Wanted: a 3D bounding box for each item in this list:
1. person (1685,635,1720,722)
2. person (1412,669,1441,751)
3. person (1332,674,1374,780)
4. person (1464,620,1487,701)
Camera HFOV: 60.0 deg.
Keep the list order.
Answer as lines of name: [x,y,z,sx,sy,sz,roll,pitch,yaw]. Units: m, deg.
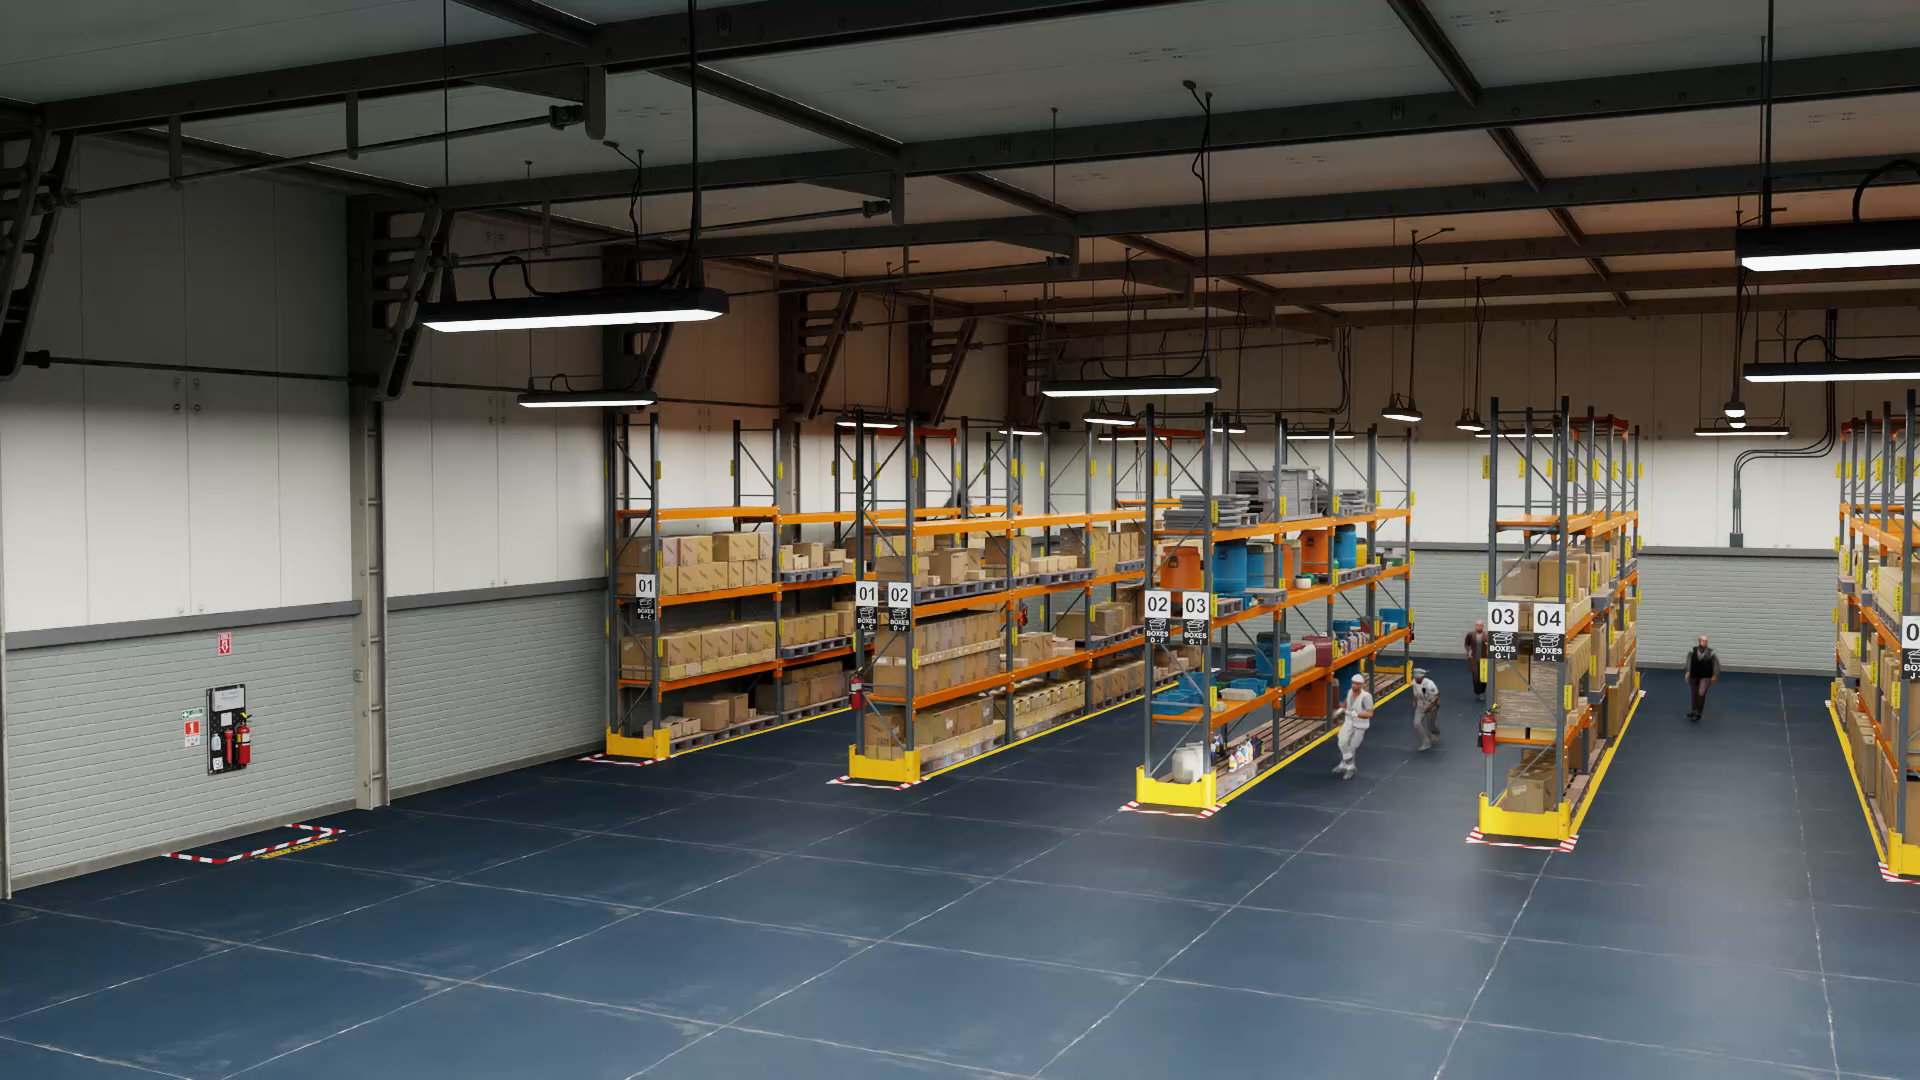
person: [14.744,2.740,33.097,0.609,1.696,0.735,2,3,44]
person: [8.428,3.018,29.870,0.564,1.479,1.060,2,3,42]
person: [6.356,3.008,26.919,0.811,1.704,0.713,2,3,37]
person: [11.283,2.619,36.093,0.657,1.771,0.847,1,3,22]
